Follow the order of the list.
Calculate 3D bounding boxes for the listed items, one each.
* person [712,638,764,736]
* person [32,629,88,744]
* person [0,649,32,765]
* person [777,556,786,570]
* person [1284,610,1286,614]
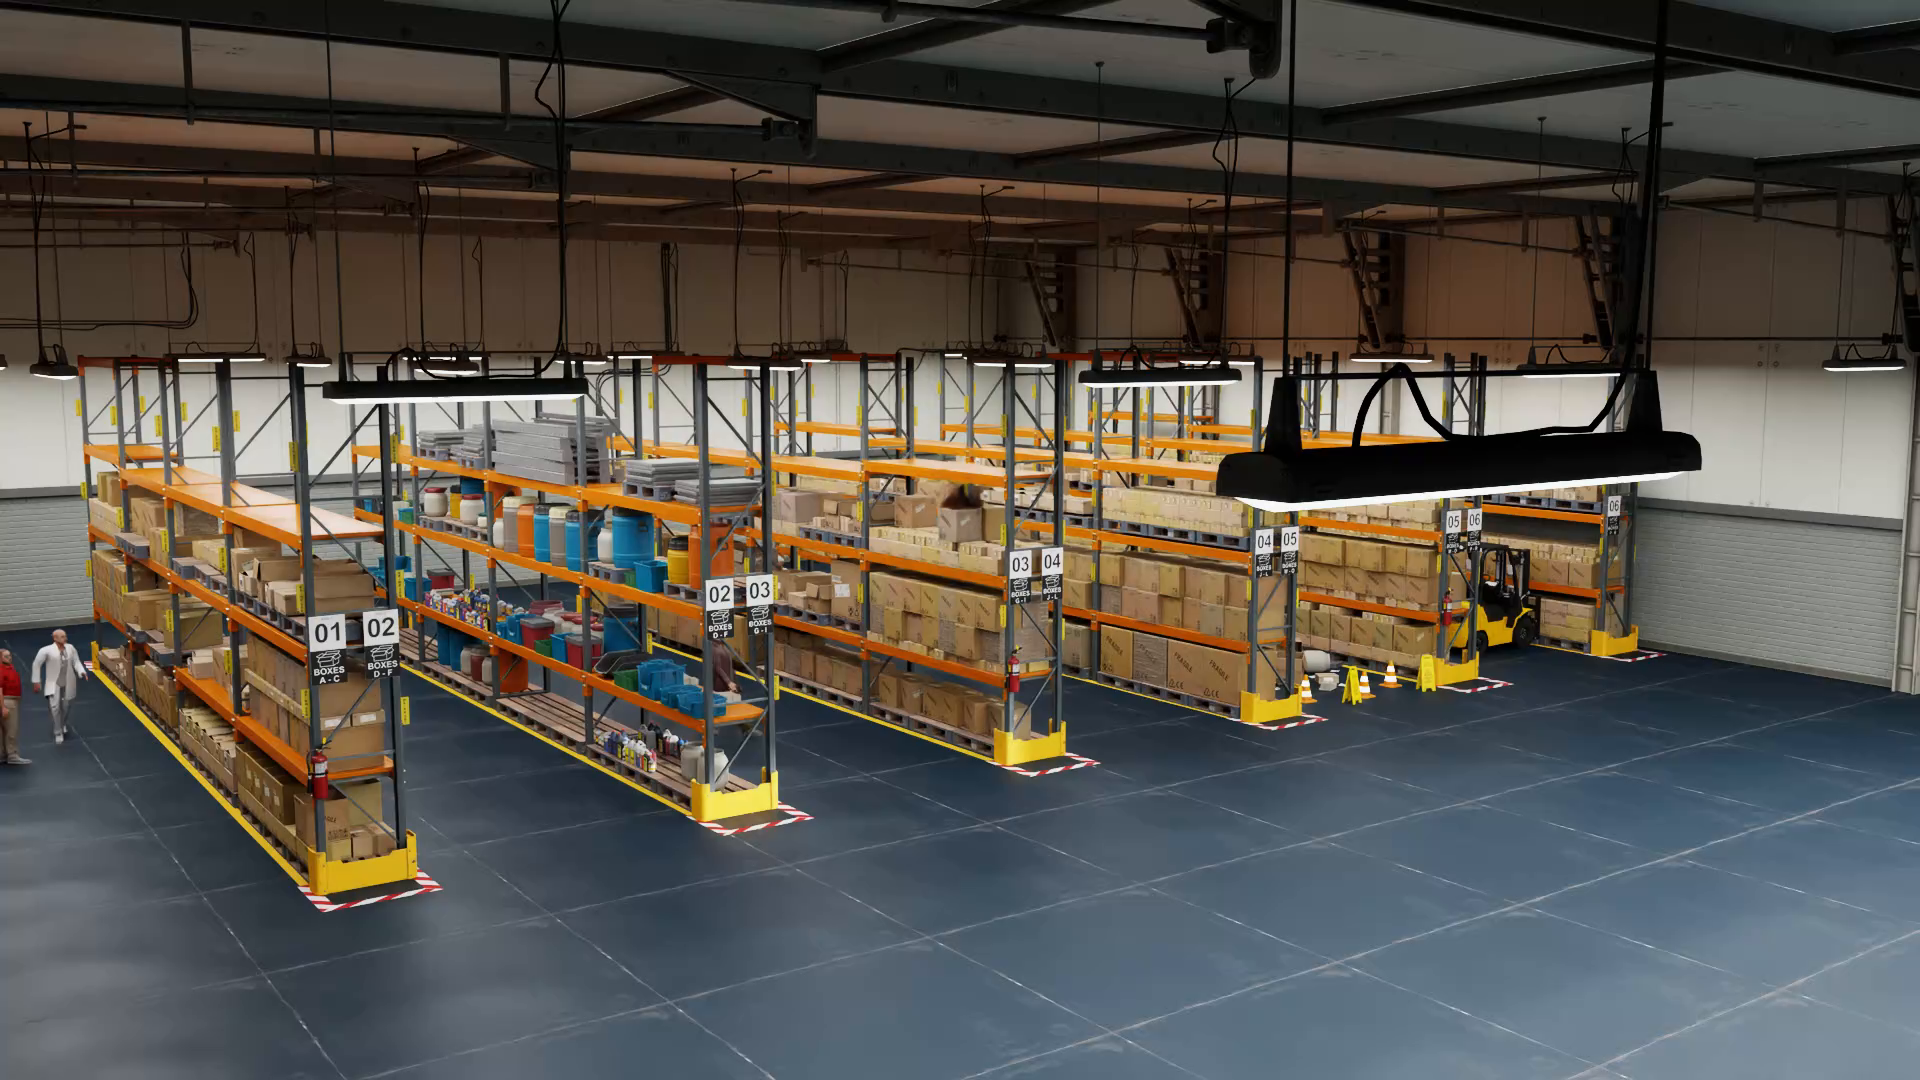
[{"bbox_3d":[-3.682,2.270,26.328,1.113,1.706,0.608,4,8,29],"label":"person"},{"bbox_3d":[-14.300,2.314,26.402,0.759,1.814,0.935,-5,8,-35],"label":"person"},{"bbox_3d":[-14.185,2.473,24.844,0.457,1.737,0.559,-4,8,-30],"label":"person"},{"bbox_3d":[-3.809,1.193,35.398,0.590,1.732,1.029,-6,9,-40],"label":"person"},{"bbox_3d":[6.964,1.112,36.601,0.558,1.586,0.442,-2,7,-14],"label":"person"}]
